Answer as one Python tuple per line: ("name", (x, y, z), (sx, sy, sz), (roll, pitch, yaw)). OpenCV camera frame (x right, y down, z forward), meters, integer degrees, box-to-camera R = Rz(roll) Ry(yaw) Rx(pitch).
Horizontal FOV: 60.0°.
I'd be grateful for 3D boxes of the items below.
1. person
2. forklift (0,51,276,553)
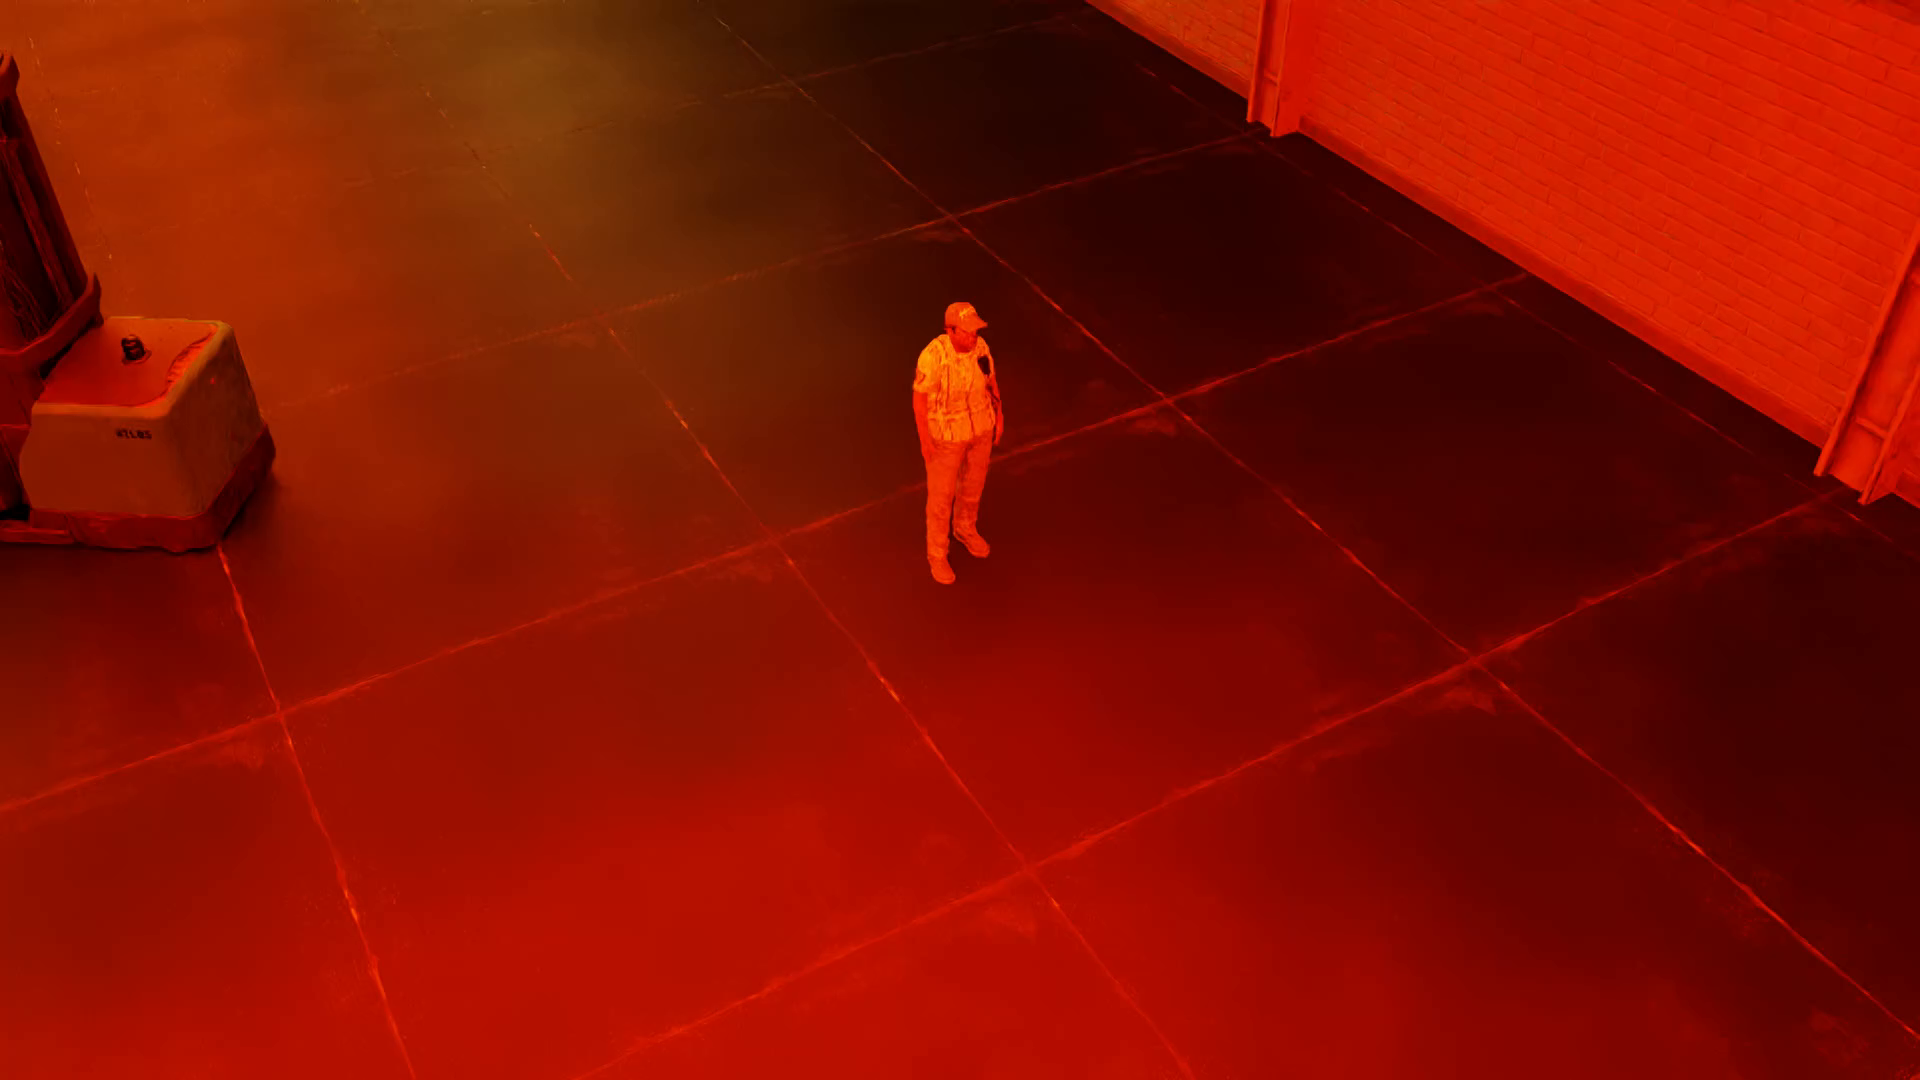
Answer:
("person", (0.019, -0.593, 9.739), (0.598, 1.659, 0.529), (-20, 44, -23))
("forklift", (-6.025, -1.431, 9.761), (3.031, 2.935, 1.130), (3, 40, 4))
